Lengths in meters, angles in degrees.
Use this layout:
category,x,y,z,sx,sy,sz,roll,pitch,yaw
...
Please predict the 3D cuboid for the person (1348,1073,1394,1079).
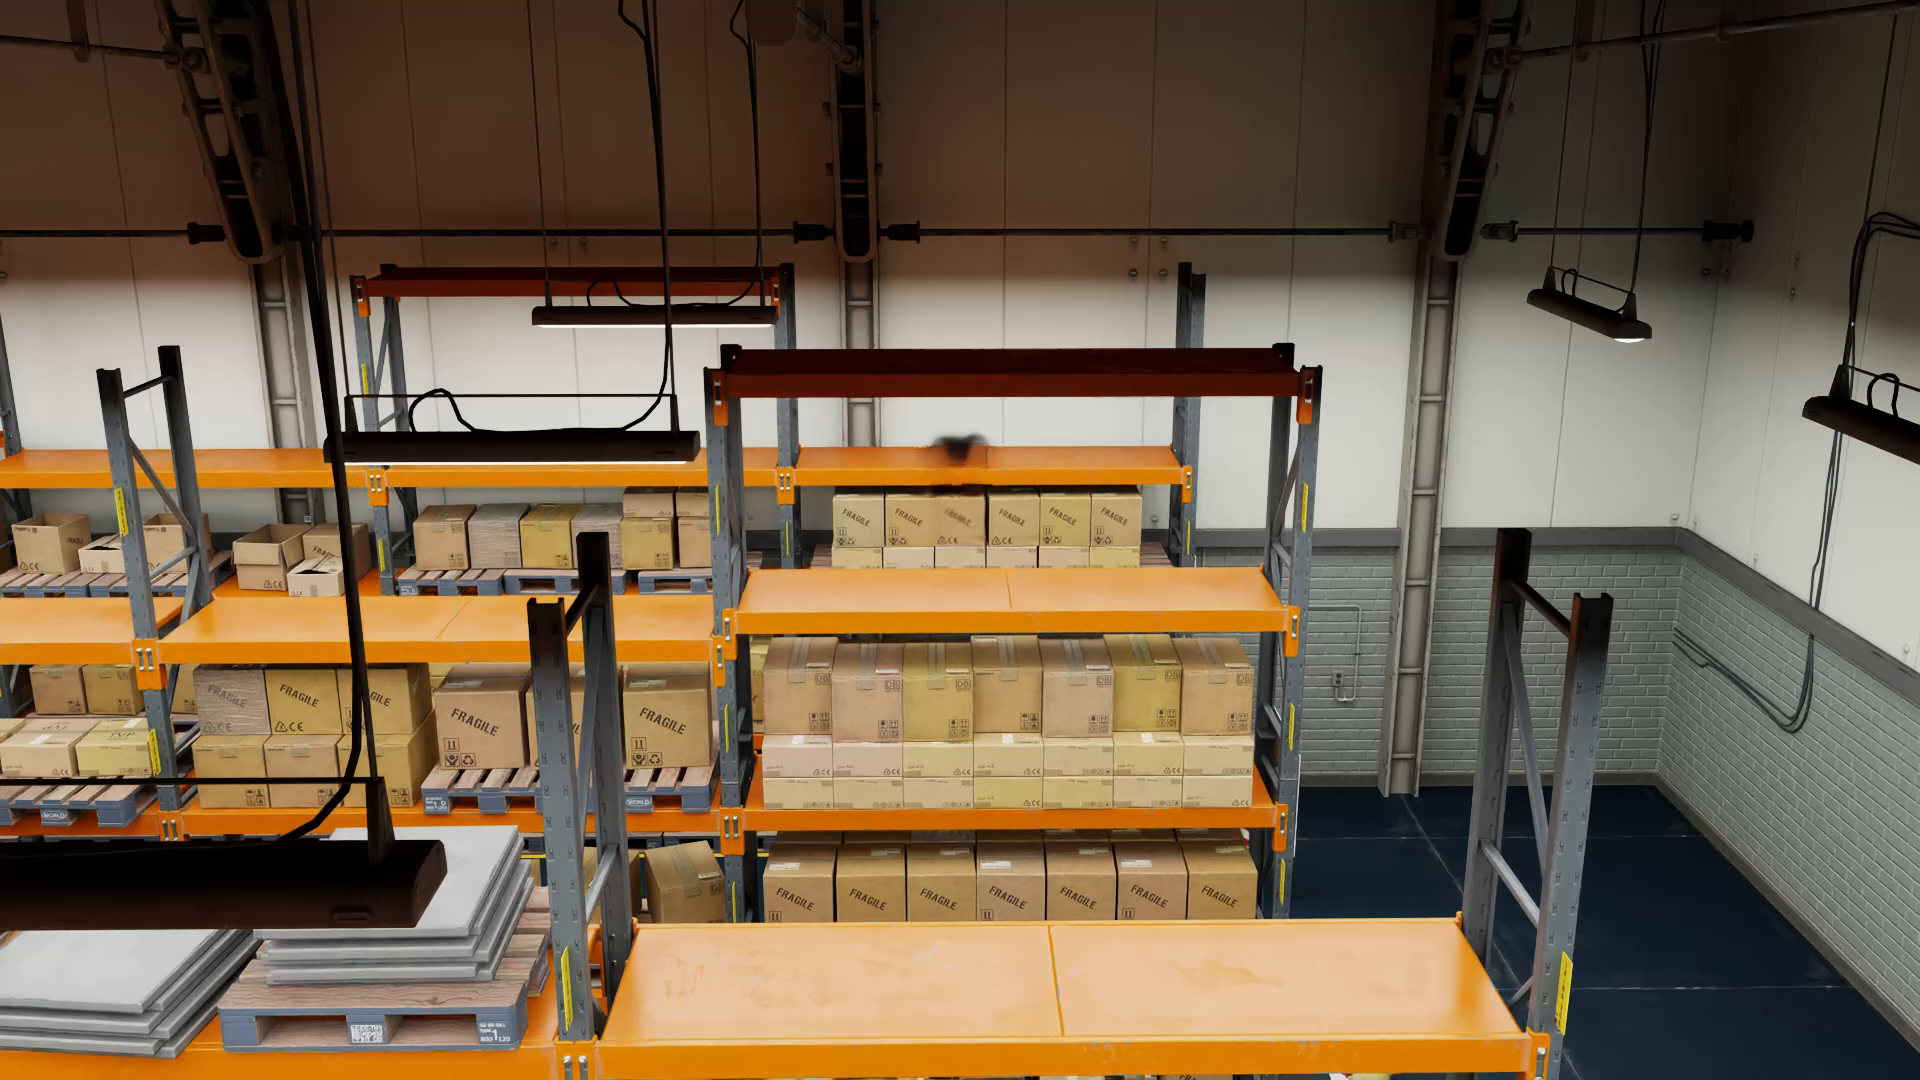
category,x,y,z,sx,sy,sz,roll,pitch,yaw
person,2.767,4.068,11.662,0.701,1.632,0.578,3,16,11
